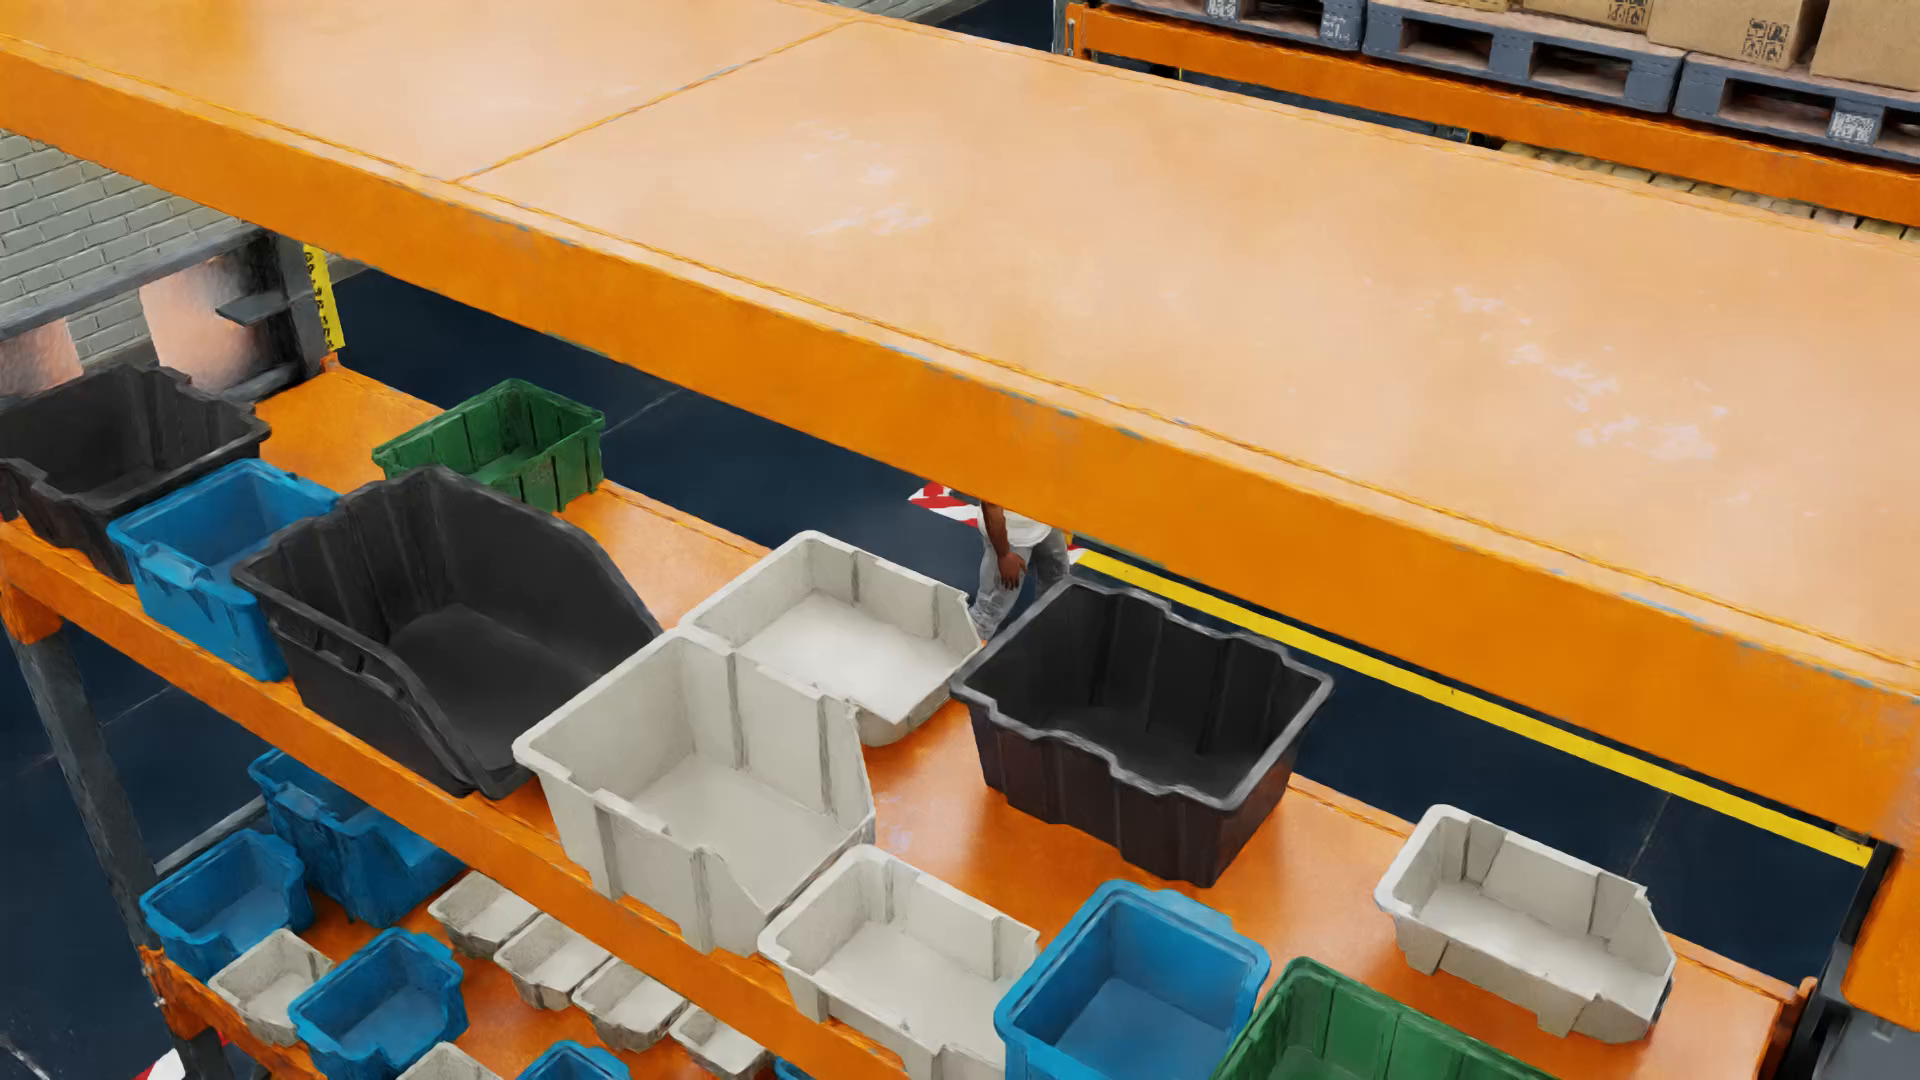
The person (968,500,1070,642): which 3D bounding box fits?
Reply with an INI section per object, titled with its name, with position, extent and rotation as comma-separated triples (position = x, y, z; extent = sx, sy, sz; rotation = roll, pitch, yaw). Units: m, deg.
[person]
position = 0.343, -0.107, 7.437
extent = 0.646, 1.743, 0.759
rotation = 13, 36, 18
